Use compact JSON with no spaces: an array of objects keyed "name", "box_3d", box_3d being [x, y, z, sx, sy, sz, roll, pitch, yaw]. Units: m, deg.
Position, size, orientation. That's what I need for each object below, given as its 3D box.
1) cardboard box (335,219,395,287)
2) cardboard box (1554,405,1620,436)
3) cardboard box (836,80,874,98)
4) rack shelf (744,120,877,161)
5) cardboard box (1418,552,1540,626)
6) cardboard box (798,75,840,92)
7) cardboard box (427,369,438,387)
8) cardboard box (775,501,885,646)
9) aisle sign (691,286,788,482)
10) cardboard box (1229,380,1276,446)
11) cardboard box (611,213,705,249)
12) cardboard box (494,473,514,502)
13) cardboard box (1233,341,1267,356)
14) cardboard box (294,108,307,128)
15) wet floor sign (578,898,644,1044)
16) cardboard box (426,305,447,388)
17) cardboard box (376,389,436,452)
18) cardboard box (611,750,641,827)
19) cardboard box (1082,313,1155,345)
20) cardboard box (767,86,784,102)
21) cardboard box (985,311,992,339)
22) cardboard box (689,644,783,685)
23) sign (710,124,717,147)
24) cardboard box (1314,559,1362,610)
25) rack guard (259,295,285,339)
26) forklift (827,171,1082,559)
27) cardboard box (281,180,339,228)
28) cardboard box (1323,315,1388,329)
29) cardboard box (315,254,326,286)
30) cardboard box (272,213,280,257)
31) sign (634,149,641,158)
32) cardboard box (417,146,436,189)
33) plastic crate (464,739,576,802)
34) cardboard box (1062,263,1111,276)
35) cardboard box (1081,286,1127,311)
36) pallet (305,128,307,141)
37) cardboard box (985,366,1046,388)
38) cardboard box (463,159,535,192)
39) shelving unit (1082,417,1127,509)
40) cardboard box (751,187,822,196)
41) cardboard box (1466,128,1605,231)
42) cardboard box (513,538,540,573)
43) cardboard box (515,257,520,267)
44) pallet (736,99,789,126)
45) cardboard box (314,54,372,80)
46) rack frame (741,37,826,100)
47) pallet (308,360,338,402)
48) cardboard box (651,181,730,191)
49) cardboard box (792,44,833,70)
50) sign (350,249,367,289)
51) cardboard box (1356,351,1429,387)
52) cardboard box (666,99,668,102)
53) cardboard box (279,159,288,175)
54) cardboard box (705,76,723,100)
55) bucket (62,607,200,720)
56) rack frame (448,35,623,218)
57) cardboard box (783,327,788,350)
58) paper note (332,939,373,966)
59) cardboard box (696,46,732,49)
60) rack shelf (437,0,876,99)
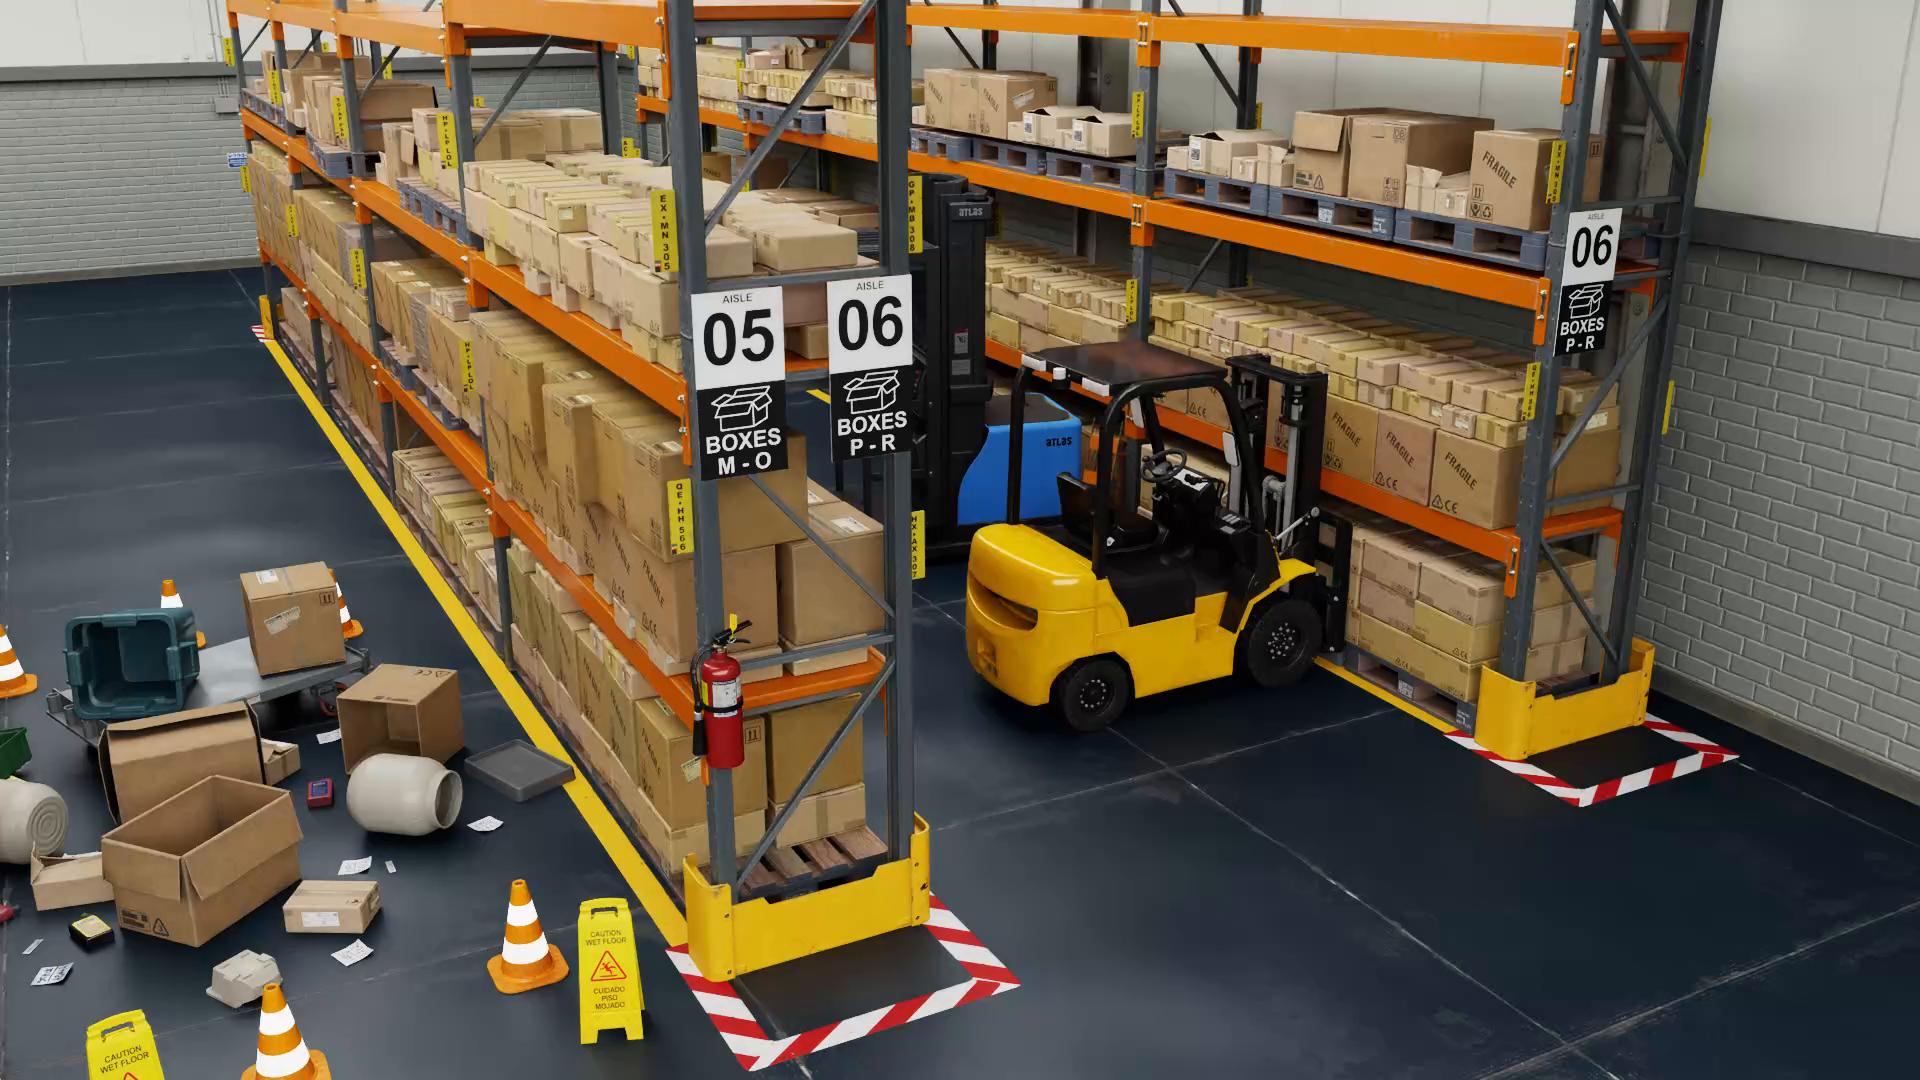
[{"name":"cardboard box","box_3d":[-5.211,-2.551,14.741,0.500,0.500,0.500,-10,21,-26]},{"name":"cardboard box","box_3d":[3.748,-0.742,10.037,0.380,0.149,0.250,-11,22,-28]},{"name":"cardboard box","box_3d":[-1.036,-4.577,16.861,0.380,0.149,0.250,-11,22,-28]},{"name":"rack shelf","box_3d":[-1.068,-4.200,17.708,1.077,0.370,4.000,-10,21,-27]},{"name":"cardboard box","box_3d":[3.188,0.294,10.220,0.500,0.250,0.500,-9,21,-25]},{"name":"cardboard box","box_3d":[-1.479,-4.795,17.462,0.380,0.149,0.250,-10,21,-26]},{"name":"cardboard box","box_3d":[-3.769,-1.264,12.437,0.380,0.149,0.250,-9,21,-25]},{"name":"cardboard box","box_3d":[-0.667,0.152,7.983,0.500,0.500,0.500,-10,22,-27]},{"name":"aisle sign","box_3d":[-0.912,-0.647,6.923,0.394,0.787,0.004,-10,21,-27]},{"name":"cardboard box","box_3d":[2.266,-0.987,11.739,0.500,0.500,0.500,-10,22,-27]},{"name":"cardboard box","box_3d":[-1.407,-1.440,7.770,0.380,0.149,0.250,-10,21,-26]},{"name":"cardboard box","box_3d":[-2.718,-0.370,10.492,0.380,0.149,0.250,-10,21,-27]},{"name":"cardboard box","box_3d":[2.149,-1.319,11.706,0.380,0.149,0.250,-10,22,-27]},{"name":"cardboard box","box_3d":[-6.091,-4.014,15.783,0.380,0.166,0.250,-12,22,-30]},{"name":"wet floor sign","box_3d":[-1.537,1.852,7.275,0.267,0.644,0.232,-3,19,-8]},{"name":"cardboard box","box_3d":[-3.483,-1.404,11.849,0.500,0.500,0.500,-9,21,-25]},{"name":"cardboard box","box_3d":[-4.740,-1.183,15.074,0.875,0.875,0.875,-10,22,-27]},{"name":"cardboard box","box_3d":[-1.545,1.280,8.895,0.500,0.250,0.500,-10,21,-26]},{"name":"cardboard box","box_3d":[1.323,-1.666,13.325,0.500,0.250,0.500,-10,22,-28]},{"name":"cardboard box","box_3d":[-1.882,-4.870,18.137,0.380,0.149,0.250,-10,21,-26]},{"name":"cardboard box","box_3d":[0.363,-2.019,15.115,0.500,0.250,0.500,-11,22,-28]},{"name":"cardboard box","box_3d":[-1.052,0.563,7.785,0.380,0.149,0.250,-9,21,-25]},{"name":"sign","box_3d":[-3.419,-5.621,23.063,0.100,0.325,0.005,-10,21,-27]},{"name":"cardboard box","box_3d":[2.682,0.232,11.165,0.500,0.250,0.500,-11,22,-28]},{"name":"rack guard","box_3d":[-8.295,-2.899,21.268,1.175,0.500,0.348,-10,21,-27]},{"name":"forklift","box_3d":[-0.598,-1.327,12.984,3.031,2.935,1.130,-6,20,-16]},{"name":"cardboard box","box_3d":[-6.851,-3.538,17.601,0.500,0.500,0.500,-10,21,-27]},{"name":"cardboard box","box_3d":[2.779,-1.476,11.707,0.380,0.149,0.250,-10,22,-27]},{"name":"cardboard box","box_3d":[-5.935,-2.627,16.110,0.500,0.250,0.500,-10,21,-26]},{"name":"cardboard box","box_3d":[-7.565,-3.508,19.047,0.500,0.500,0.500,-9,21,-25]},{"name":"sign","box_3d":[-4.394,-5.169,22.686,0.100,0.325,0.005,-10,21,-27]},{"name":"cardboard box","box_3d":[-3.467,-2.613,11.592,0.500,0.250,0.500,-10,21,-26]},{"name":"plastic crate","box_3d":[-2.561,1.329,9.659,0.583,0.080,0.402,16,25,39]},{"name":"cardboard box","box_3d":[1.120,-2.332,14.644,0.380,0.149,0.250,-10,21,-26]},{"name":"cardboard box","box_3d":[1.215,-1.967,13.584,0.380,0.149,0.250,-10,21,-27]},{"name":"pallet","box_3d":[-5.905,-3.998,16.313,0.805,0.209,1.217,-11,22,-29]},{"name":"cardboard box","box_3d":[0.483,-1.256,15.669,0.875,0.625,0.625,-9,21,-25]},{"name":"cardboard box","box_3d":[-2.723,-2.165,9.870,0.380,0.149,0.250,-10,22,-28]},{"name":"shelving unit","box_3d":[1.124,-0.429,13.238,0.252,1.050,0.215,11,2,29]},{"name":"cardboard box","box_3d":[-1.985,-3.768,19.156,0.700,0.500,0.500,-9,21,-25]},{"name":"cardboard box","box_3d":[3.256,-2.051,9.429,0.500,0.500,0.500,-9,21,-25]},{"name":"cardboard box","box_3d":[-2.536,0.067,10.266,0.380,0.149,0.250,-10,21,-26]},{"name":"cardboard box","box_3d":[-2.363,-1.663,9.639,0.380,0.149,0.250,-10,21,-27]},{"name":"pallet","box_3d":[-1.770,-4.827,18.711,1.213,0.211,1.003,-10,21,-27]},{"name":"cardboard box","box_3d":[-6.479,-4.838,17.505,0.500,0.500,0.500,-10,21,-26]},{"name":"rack frame","box_3d":[-2.018,-6.532,18.765,1.000,3.000,0.127,-10,21,-27]},{"name":"pallet","box_3d":[-6.676,-1.838,18.635,1.003,0.211,1.213,-10,21,-27]},{"name":"cardboard box","box_3d":[-1.422,-1.818,8.866,0.380,0.149,0.250,-10,21,-26]},{"name":"cardboard box","box_3d":[-1.657,-5.429,18.665,0.396,0.266,0.258,-10,21,-27]},{"name":"sign","box_3d":[-4.972,-2.238,13.744,0.100,0.325,0.005,-10,21,-27]},{"name":"cardboard box","box_3d":[2.758,-1.093,10.597,0.380,0.149,0.250,-9,21,-25]},{"name":"cardboard box","box_3d":[-3.557,-5.707,21.358,0.380,0.149,0.250,-10,21,-27]},{"name":"cardboard box","box_3d":[-7.237,-4.093,18.215,0.380,0.149,0.250,-10,21,-27]},{"name":"cardboard box","box_3d":[-2.723,-5.431,19.947,0.500,0.250,0.500,-11,22,-28]},{"name":"bucket","box_3d":[-4.800,0.677,9.758,0.726,0.611,0.620,-3,9,-8]},{"name":"rack frame","box_3d":[-2.585,-3.465,9.878,1.000,3.000,0.127,-10,21,-27]},{"name":"cardboard box","box_3d":[-0.761,-0.987,7.681,0.380,0.149,0.250,-11,22,-28]},{"name":"paper note","box_3d":[-2.887,1.959,7.906,0.142,0.019,0.148,16,25,39]},{"name":"cardboard box","box_3d":[-3.214,-6.334,21.799,0.500,0.250,0.500,-11,22,-28]},{"name":"rack shelf","box_3d":[-1.636,-2.550,8.332,1.077,0.370,4.000,-10,21,-27]}]
